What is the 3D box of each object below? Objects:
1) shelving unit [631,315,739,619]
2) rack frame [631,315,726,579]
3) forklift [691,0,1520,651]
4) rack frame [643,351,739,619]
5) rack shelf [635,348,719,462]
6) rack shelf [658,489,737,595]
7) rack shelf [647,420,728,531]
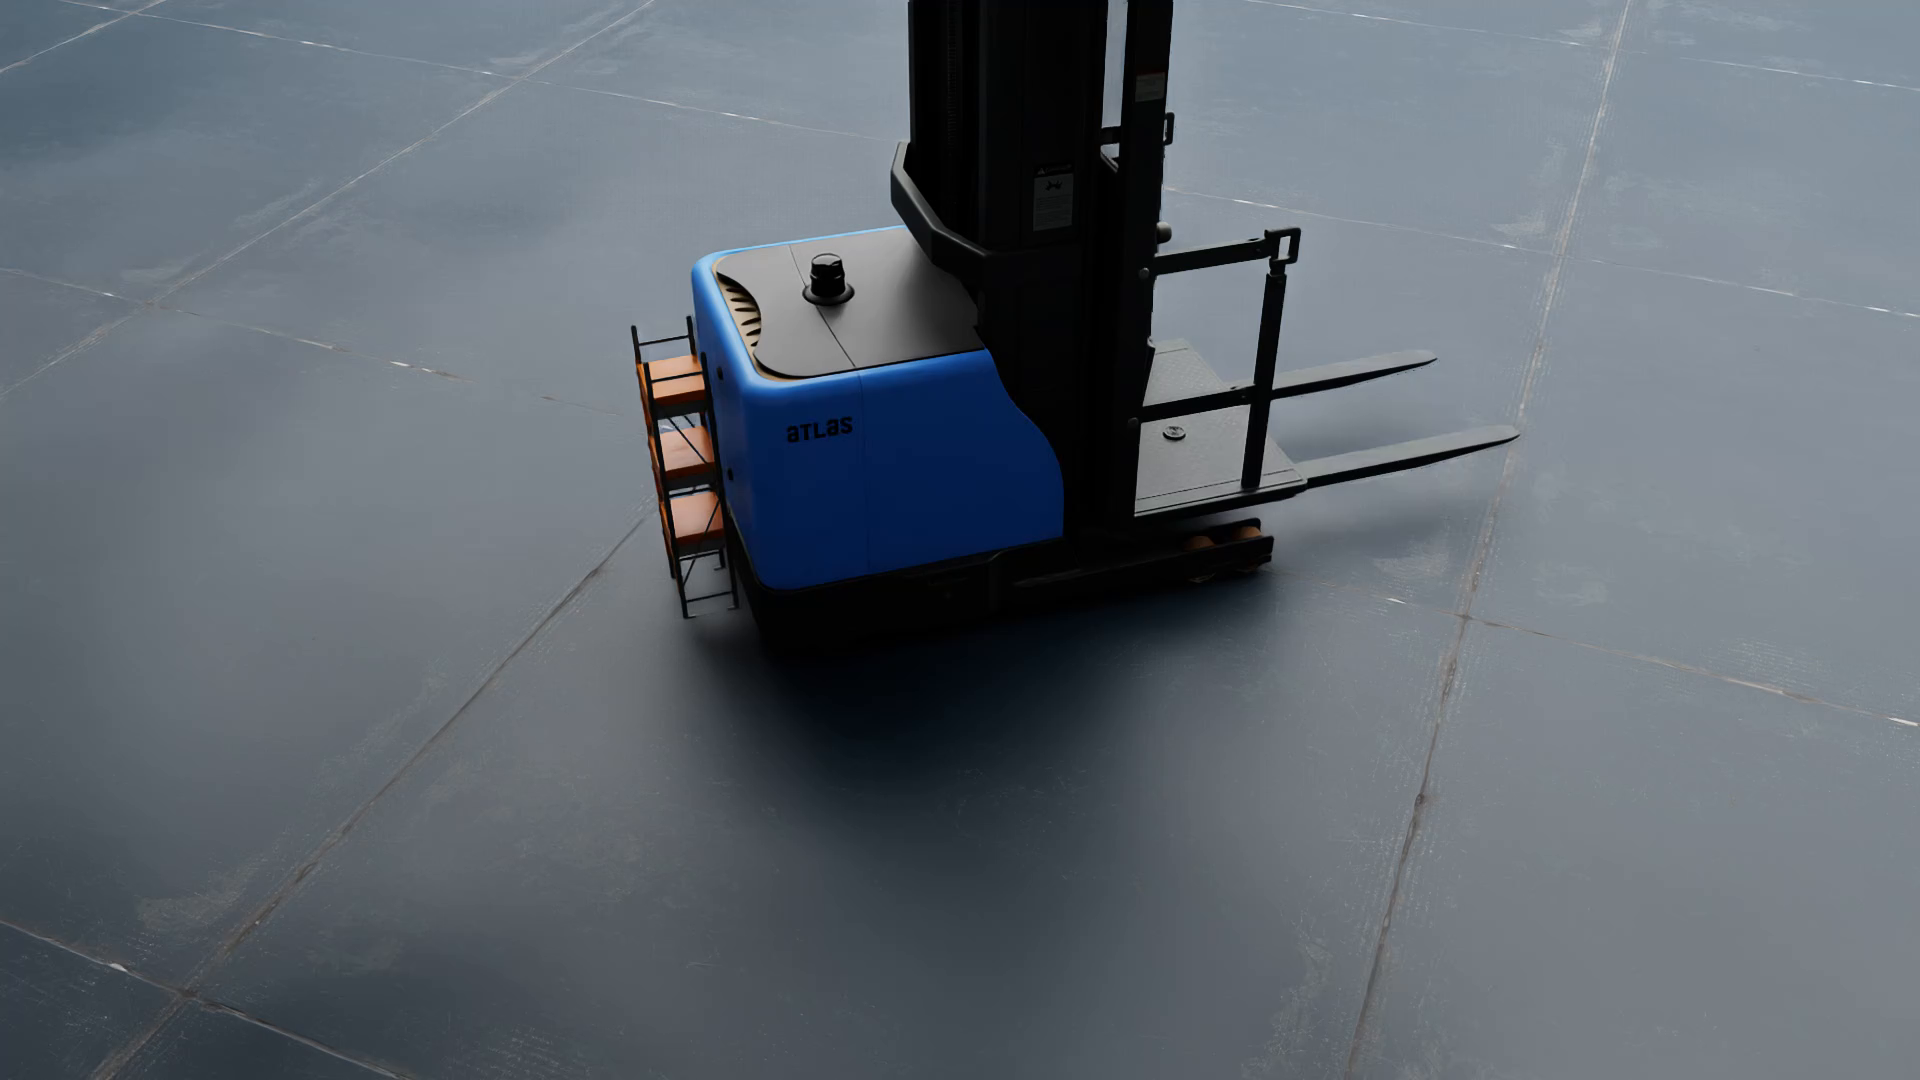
[{"bbox_3d":[-0.931,-0.230,5.676,0.215,1.050,0.252,-12,38,-14],"label":"shelving unit"},{"bbox_3d":[-0.968,-0.299,5.769,0.200,1.050,0.008,-12,38,-14],"label":"rack frame"},{"bbox_3d":[0.626,-1.311,5.556,3.031,2.935,1.130,-11,38,-14],"label":"forklift"},{"bbox_3d":[-0.893,-0.161,5.583,0.200,1.050,0.008,-12,38,-14],"label":"rack frame"},{"bbox_3d":[-0.937,-0.448,5.511,0.215,0.259,0.240,-12,38,-14],"label":"rack shelf"},{"bbox_3d":[-0.924,0.000,5.850,0.215,0.259,0.240,-12,38,-14],"label":"rack shelf"},{"bbox_3d":[-0.930,-0.221,5.683,0.215,0.259,0.240,-12,38,-14],"label":"rack shelf"}]
